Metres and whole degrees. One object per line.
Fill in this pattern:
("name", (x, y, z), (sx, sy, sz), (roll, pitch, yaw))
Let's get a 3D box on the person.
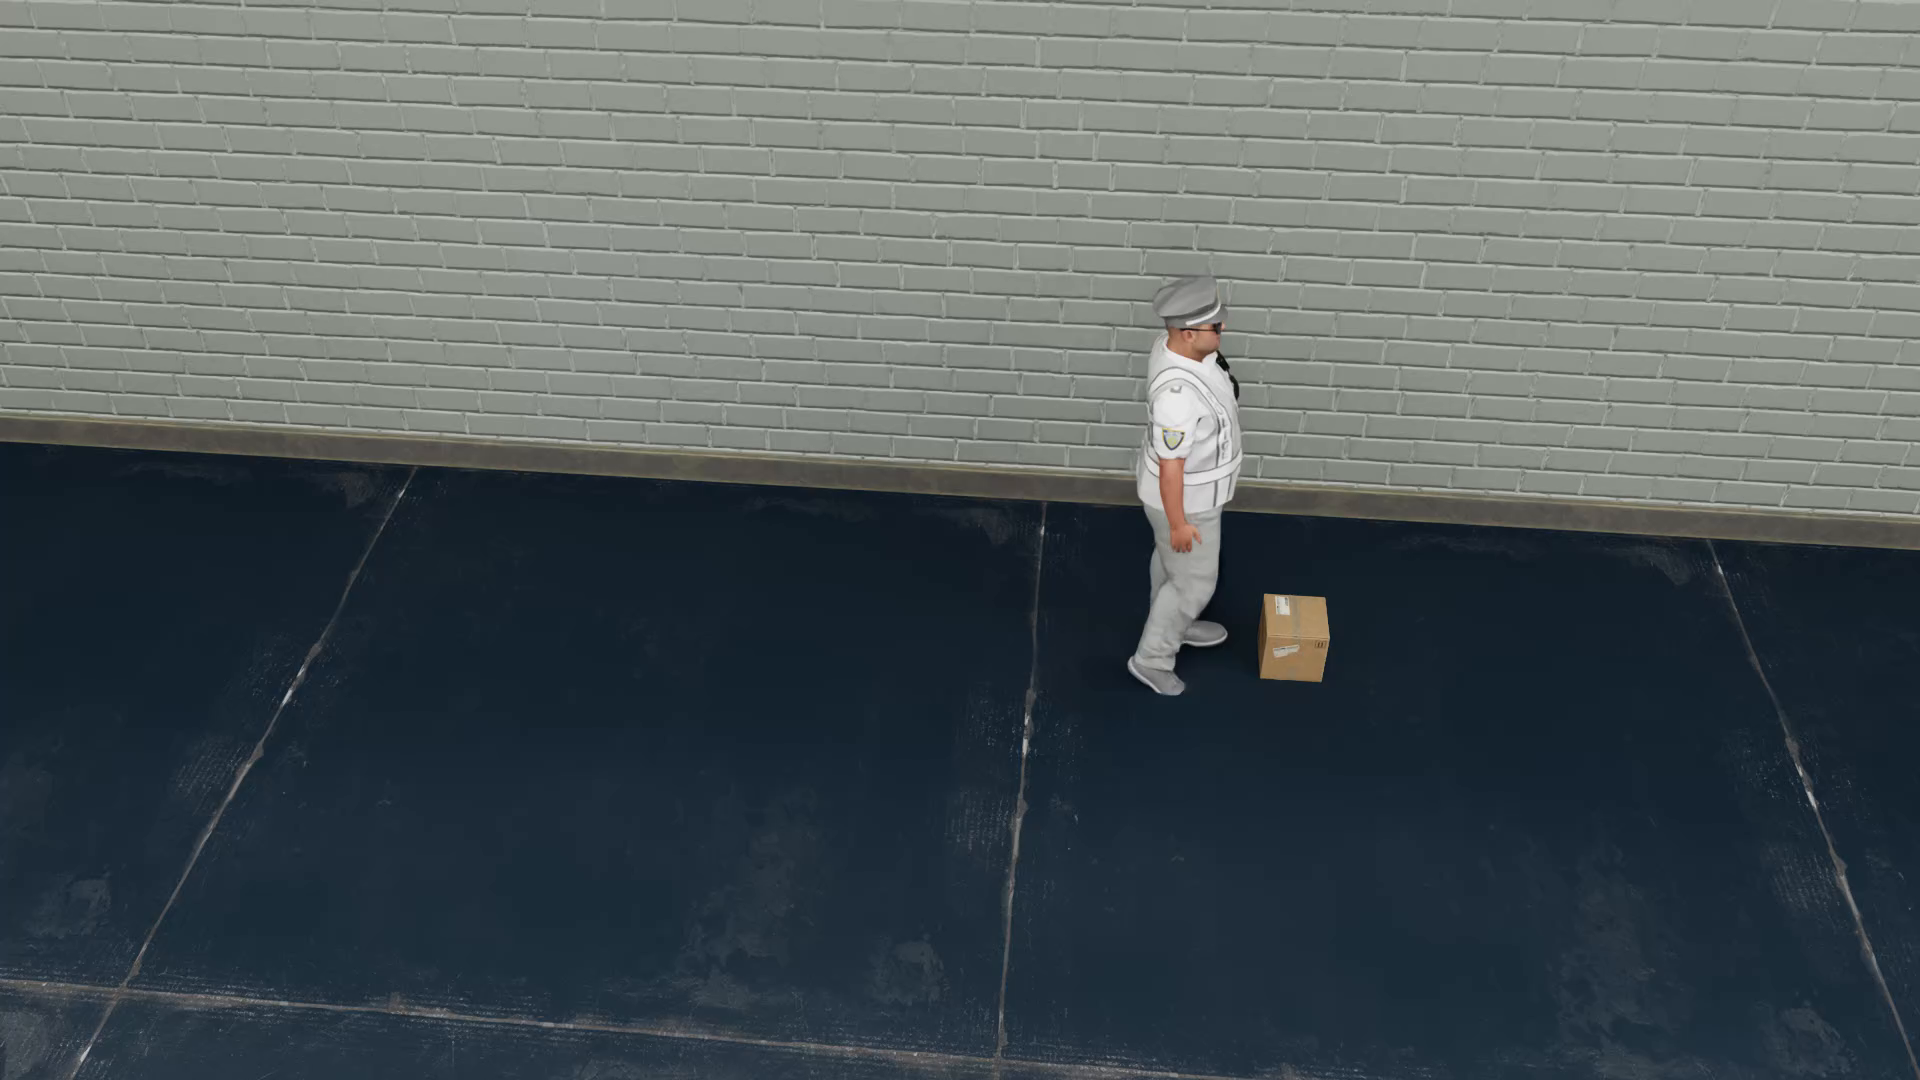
("person", (0.895, -0.185, 6.409), (0.439, 1.855, 0.550), (4, 40, 4))
